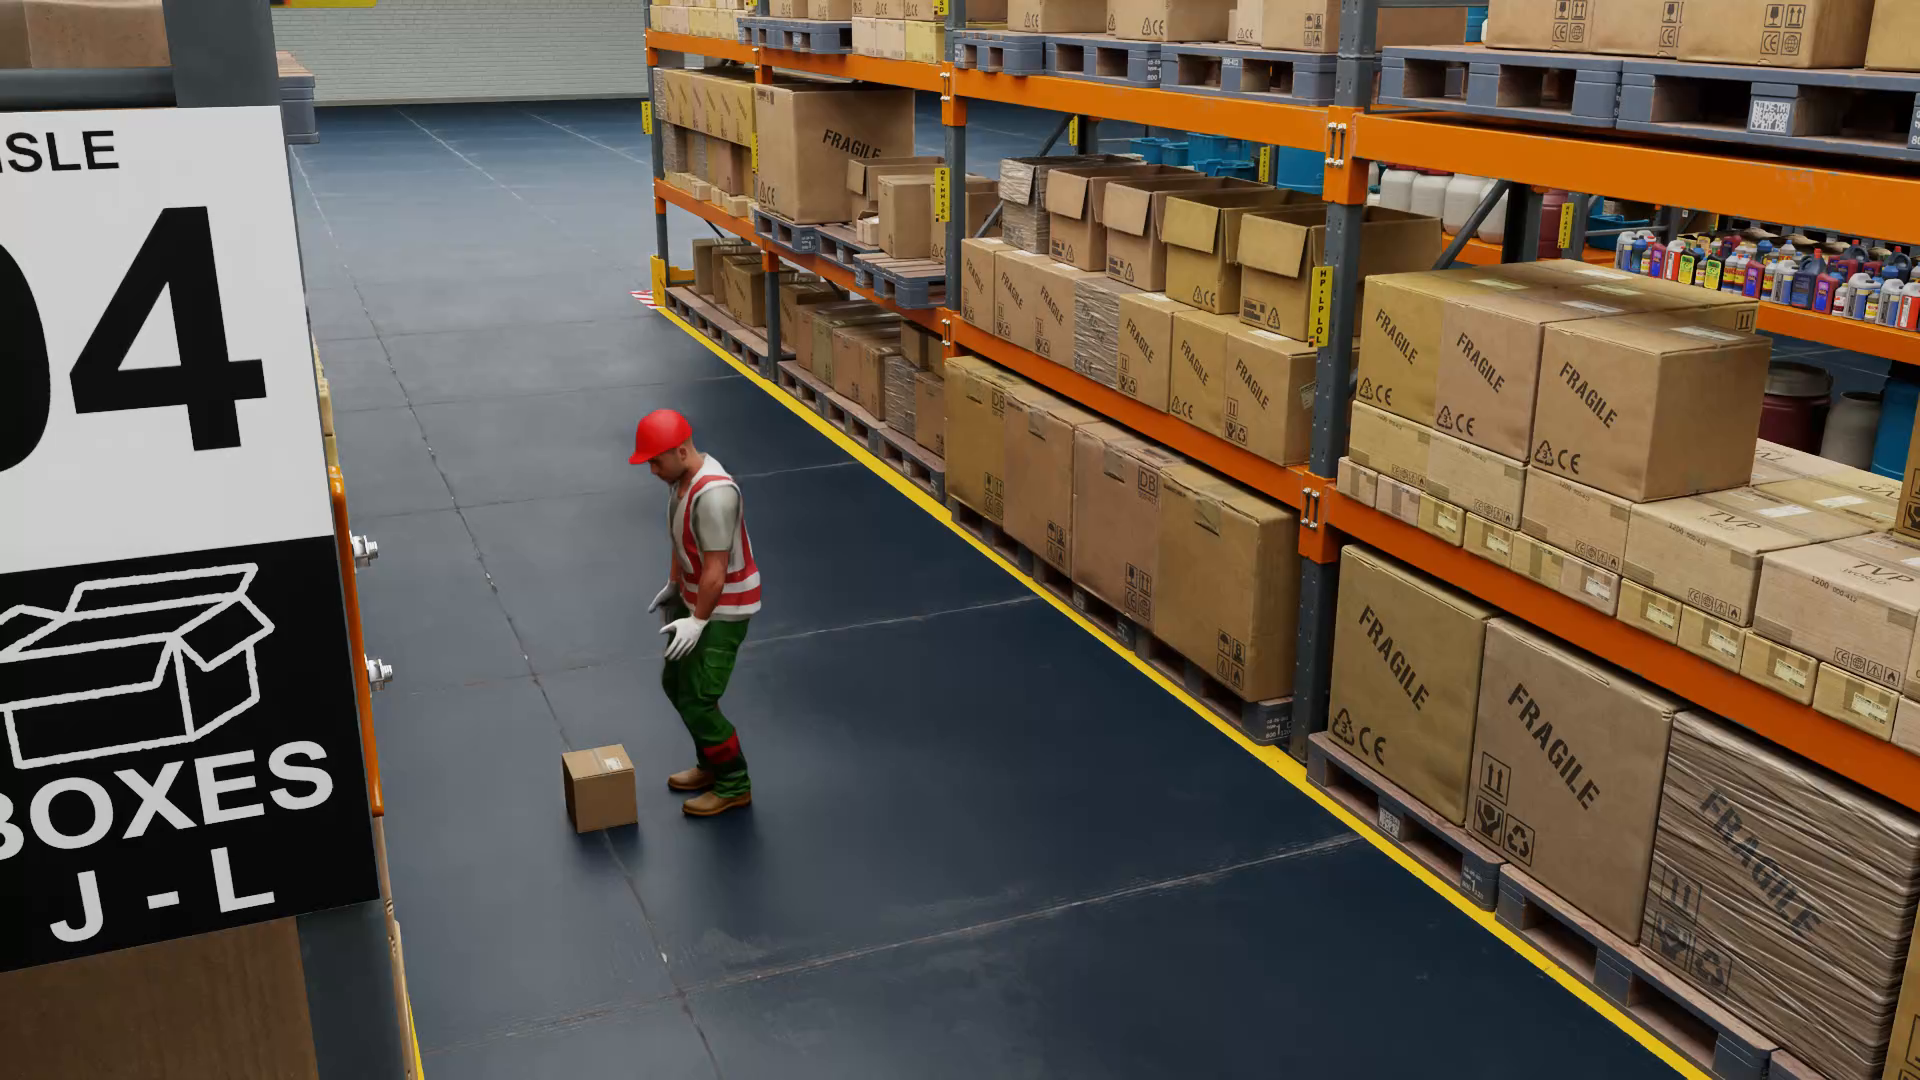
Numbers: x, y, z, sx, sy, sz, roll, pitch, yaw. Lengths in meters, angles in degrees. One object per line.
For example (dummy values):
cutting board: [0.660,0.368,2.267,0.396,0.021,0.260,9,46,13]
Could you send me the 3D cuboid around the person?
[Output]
person: [-1.063,0.291,6.786,0.496,1.712,0.551,-7,20,-21]
